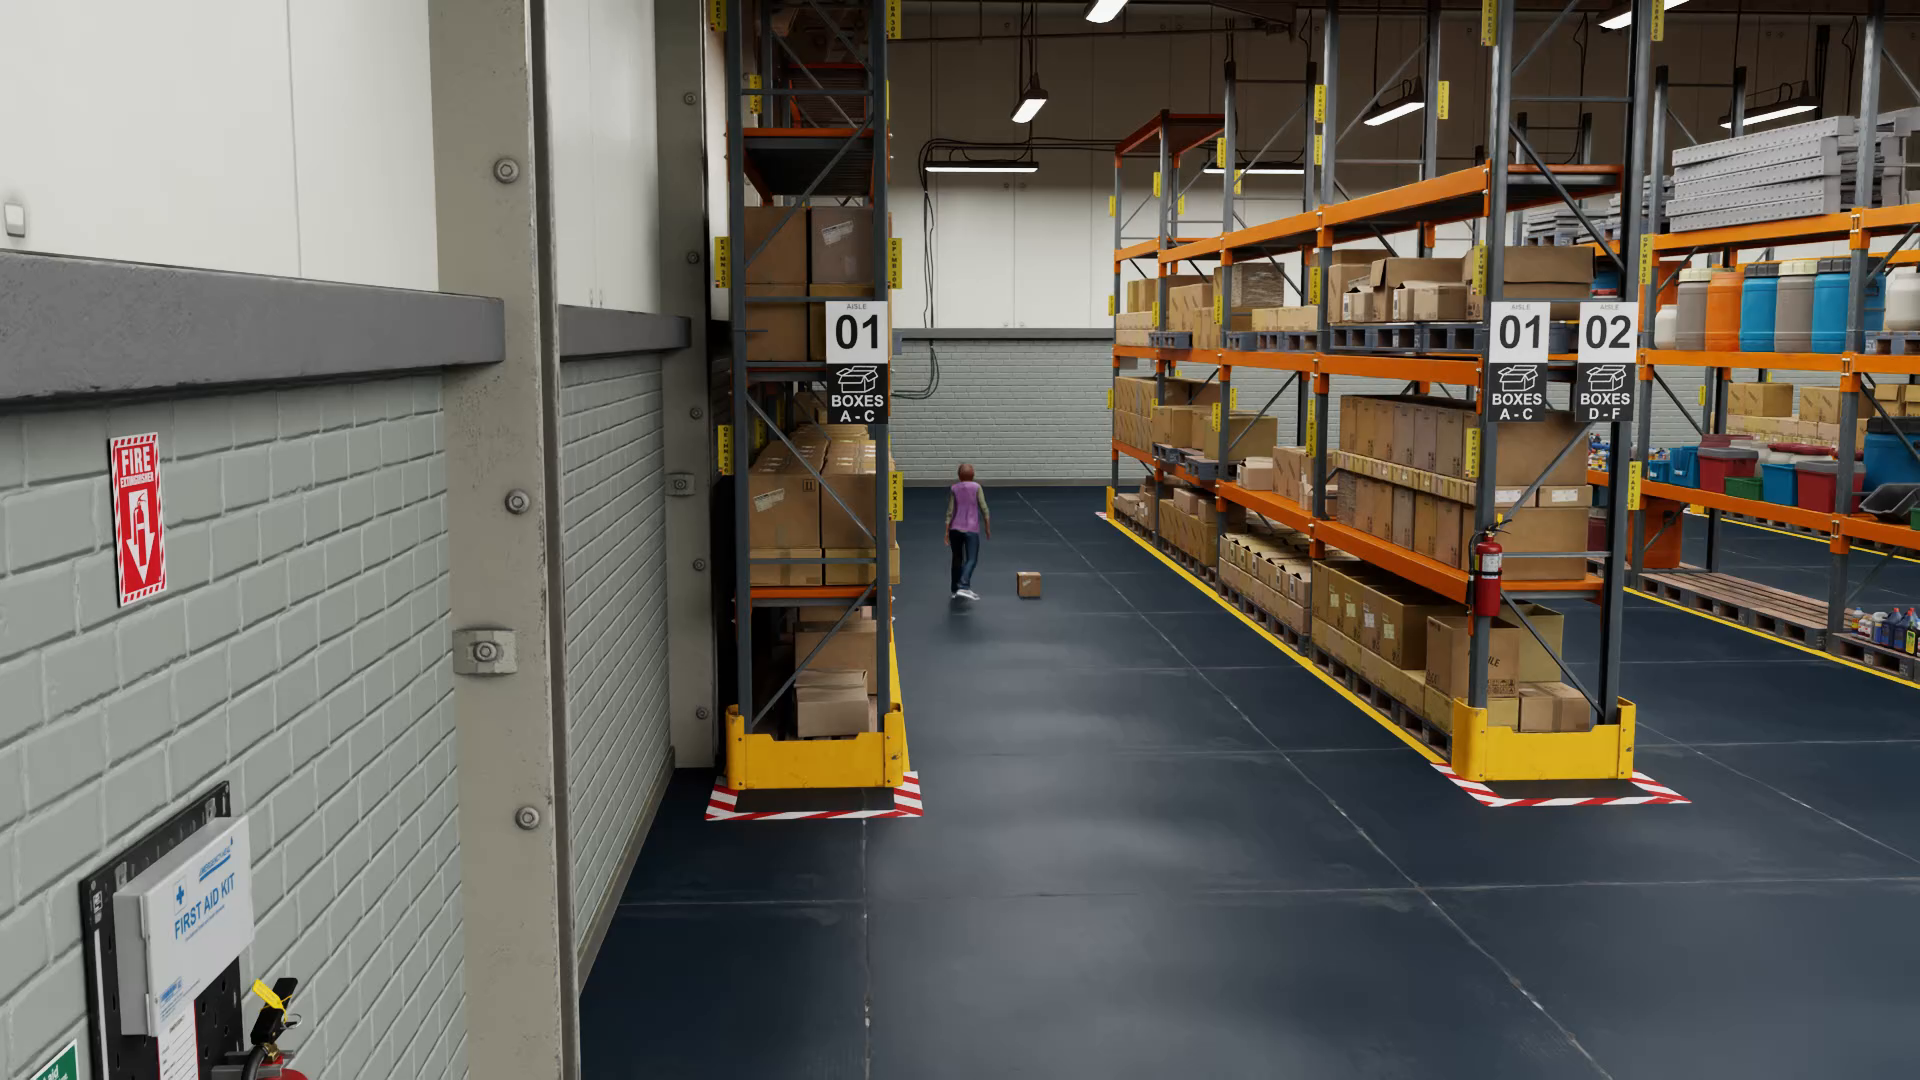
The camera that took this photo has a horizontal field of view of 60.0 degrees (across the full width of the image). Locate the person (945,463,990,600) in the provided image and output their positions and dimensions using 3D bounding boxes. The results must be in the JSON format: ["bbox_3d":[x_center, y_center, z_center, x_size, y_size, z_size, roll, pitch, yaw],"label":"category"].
[{"bbox_3d":[0.046,-0.071,18.566,0.485,1.526,0.788,2,7,18],"label":"person"}]
